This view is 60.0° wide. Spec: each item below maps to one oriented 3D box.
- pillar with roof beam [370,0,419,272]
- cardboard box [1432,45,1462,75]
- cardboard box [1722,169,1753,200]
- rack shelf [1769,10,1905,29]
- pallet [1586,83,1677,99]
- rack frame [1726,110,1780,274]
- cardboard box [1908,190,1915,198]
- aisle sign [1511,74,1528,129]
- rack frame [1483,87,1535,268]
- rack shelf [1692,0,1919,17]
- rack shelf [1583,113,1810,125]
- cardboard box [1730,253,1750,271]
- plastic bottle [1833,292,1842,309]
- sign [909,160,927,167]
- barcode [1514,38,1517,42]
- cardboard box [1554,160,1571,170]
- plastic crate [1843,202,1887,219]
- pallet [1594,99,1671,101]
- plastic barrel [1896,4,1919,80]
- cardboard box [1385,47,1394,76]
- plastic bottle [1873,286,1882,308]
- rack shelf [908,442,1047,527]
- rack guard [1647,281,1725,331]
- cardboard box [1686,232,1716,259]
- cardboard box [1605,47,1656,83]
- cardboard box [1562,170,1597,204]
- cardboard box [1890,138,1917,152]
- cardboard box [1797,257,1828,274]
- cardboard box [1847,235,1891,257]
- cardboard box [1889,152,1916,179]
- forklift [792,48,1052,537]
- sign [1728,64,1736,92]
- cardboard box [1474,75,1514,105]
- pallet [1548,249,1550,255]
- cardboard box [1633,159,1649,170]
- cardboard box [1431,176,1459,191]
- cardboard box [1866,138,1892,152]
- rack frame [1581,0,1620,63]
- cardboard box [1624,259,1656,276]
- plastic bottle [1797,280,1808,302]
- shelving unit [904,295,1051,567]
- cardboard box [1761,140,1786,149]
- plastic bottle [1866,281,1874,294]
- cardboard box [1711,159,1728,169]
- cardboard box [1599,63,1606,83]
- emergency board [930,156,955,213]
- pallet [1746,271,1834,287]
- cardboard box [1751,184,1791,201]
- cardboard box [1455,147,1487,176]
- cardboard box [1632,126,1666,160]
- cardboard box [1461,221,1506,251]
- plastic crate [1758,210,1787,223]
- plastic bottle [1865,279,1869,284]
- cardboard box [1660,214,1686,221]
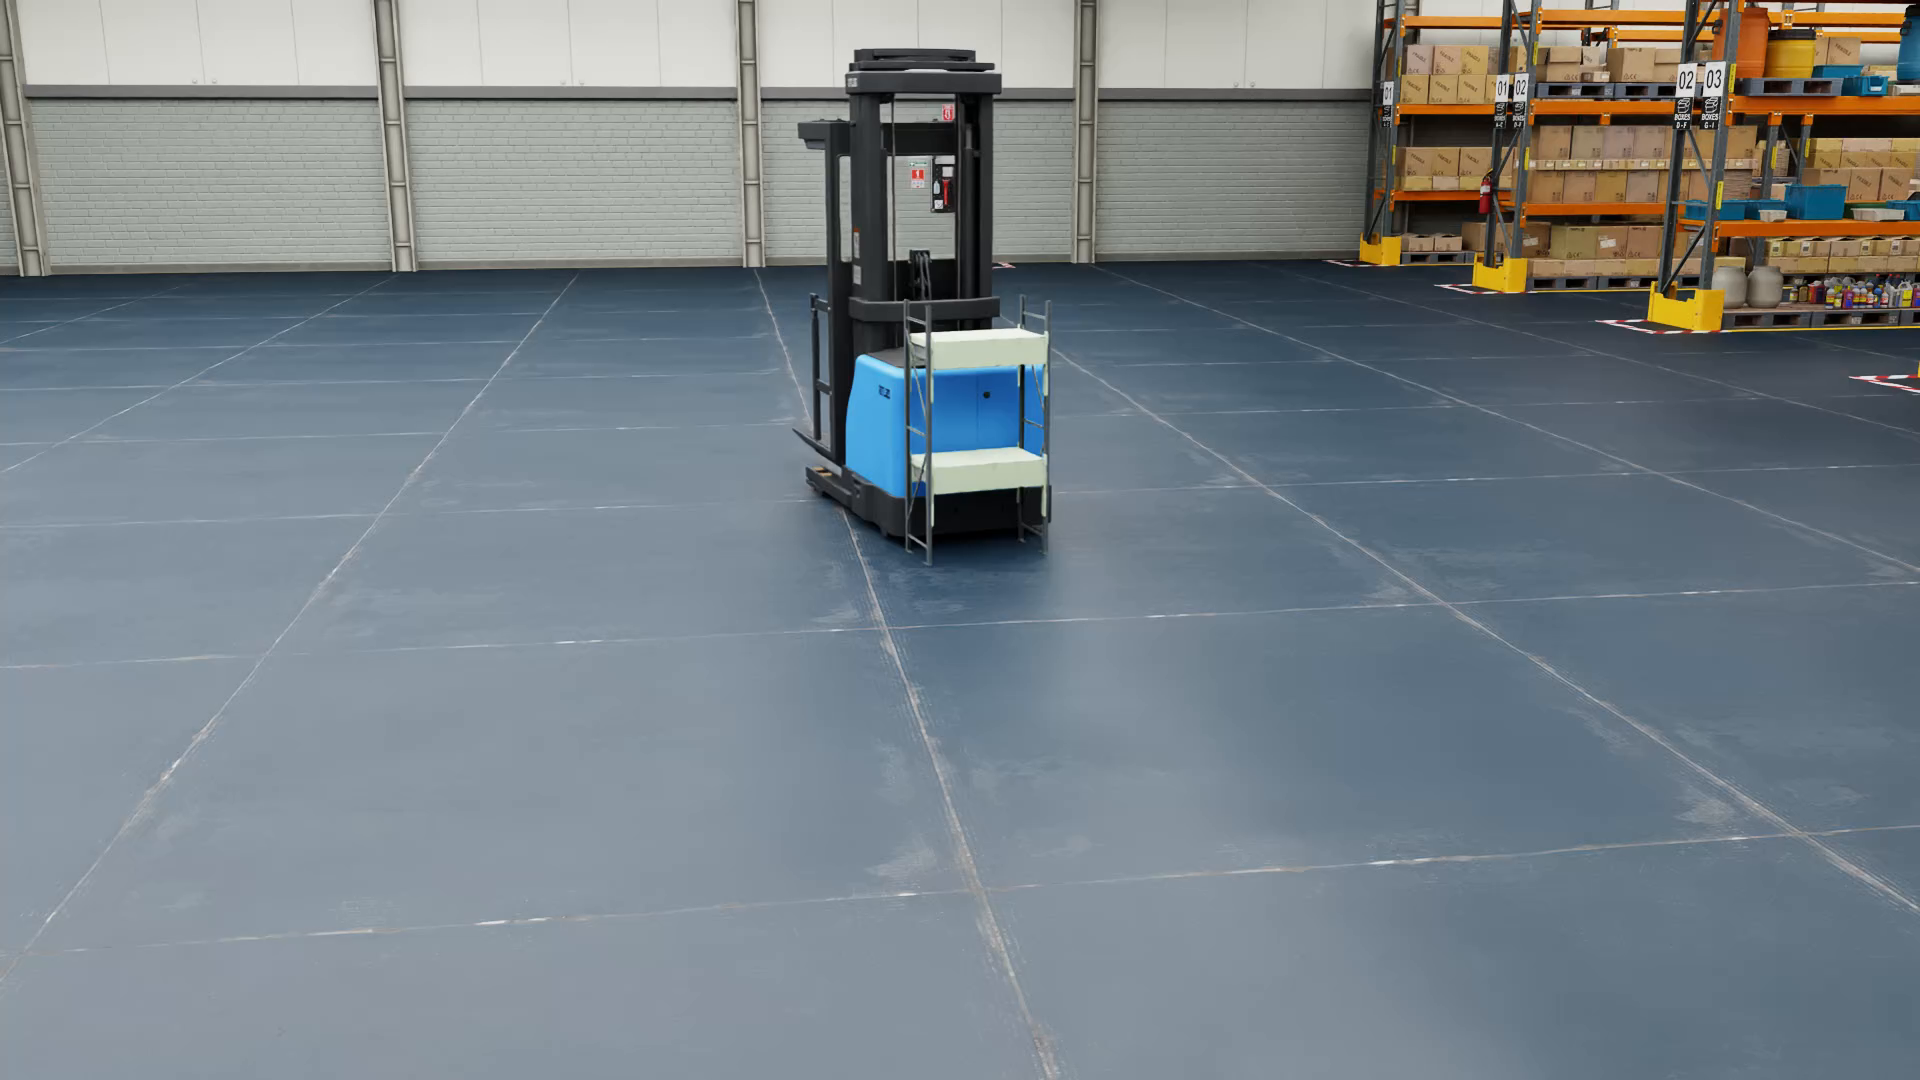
[{"bbox_3d":[-8.973,-8.001,23.627,0.400,9.000,9.100,-2,14,-8],"label":"pillar with roof beam"},{"bbox_3d":[8.543,-8.505,29.502,0.500,0.500,0.500,-2,14,-9],"label":"cardboard box"},{"bbox_3d":[11.881,-5.530,25.901,0.500,0.500,0.700,-2,14,-10],"label":"cardboard box"},{"bbox_3d":[14.297,-7.939,25.679,4.000,0.370,1.077,-2,14,-8],"label":"rack shelf"},{"bbox_3d":[10.276,-6.831,25.308,1.213,0.211,1.003,-2,14,-8],"label":"pallet"},{"bbox_3d":[12.319,-5.499,25.983,0.127,3.000,1.000,-2,14,-8],"label":"rack frame"},{"bbox_3d":[15.022,-5.463,26.354,0.250,0.149,0.380,-1,14,-4],"label":"cardboard box"},{"bbox_3d":[8.344,-6.539,24.786,0.004,0.787,0.394,-2,14,-8],"label":"aisle sign"},{"bbox_3d":[8.364,-5.354,25.405,0.127,3.000,1.000,-2,14,-8],"label":"rack frame"},{"bbox_3d":[11.076,-6.602,20.349,4.000,0.370,1.077,-2,14,-8],"label":"rack shelf"},{"bbox_3d":[13.555,-7.869,30.746,4.000,0.370,1.077,-2,14,-8],"label":"rack shelf"},{"bbox_3d":[12.686,-4.454,26.605,0.500,0.250,0.500,-2,14,-9],"label":"cardboard box"},{"bbox_3d":[11.039,-3.013,20.919,0.097,0.201,0.097,0,14,0],"label":"plastic bottle"},{"bbox_3d":[-0.753,-6.758,29.842,0.331,0.109,0.001,-2,14,-8],"label":"sign"},{"bbox_3d":[10.139,-9.120,30.350,0.075,0.075,0.001,-2,14,-8],"label":"barcode"},{"bbox_3d":[9.044,-5.690,25.205,0.250,0.149,0.380,-2,14,-10],"label":"cardboard box"},{"bbox_3d":[11.669,-4.224,21.332,0.662,0.188,0.450,-2,14,-8],"label":"plastic crate"},{"bbox_3d":[12.204,-8.051,30.379,1.003,0.211,1.213,-2,14,-8],"label":"pallet"},{"bbox_3d":[12.053,-6.199,20.714,0.708,0.901,0.600,-2,14,-8],"label":"plastic barrel"},{"bbox_3d":[8.009,-8.622,29.968,0.500,0.500,0.500,-1,14,-6],"label":"cardboard box"},{"bbox_3d":[11.575,-3.067,20.989,0.097,0.271,0.097,0,14,0],"label":"plastic bottle"},{"bbox_3d":[0.098,-0.334,9.809,0.720,0.370,0.431,-5,15,-21],"label":"rack shelf"},{"bbox_3d":[9.166,-2.964,21.014,0.348,0.500,1.175,-2,14,-8],"label":"rack guard"},{"bbox_3d":[11.397,-4.648,25.838,0.500,0.500,0.500,-2,14,-8],"label":"cardboard box"},{"bbox_3d":[10.047,-7.124,24.938,0.500,0.500,0.500,-2,14,-8],"label":"cardboard box"},{"bbox_3d":[9.346,-5.437,25.529,0.500,0.500,0.700,-2,14,-7],"label":"cardboard box"},{"bbox_3d":[17.549,-7.415,31.223,0.500,0.250,0.500,-2,14,-9],"label":"cardboard box"},{"bbox_3d":[13.260,-4.342,26.160,0.500,0.250,0.500,-2,14,-7],"label":"cardboard box"},{"bbox_3d":[14.285,-4.652,26.243,0.500,0.311,0.500,-2,14,-7],"label":"cardboard box"},{"bbox_3d":[17.575,-7.049,31.306,0.500,0.500,0.500,-2,14,-7],"label":"cardboard box"},{"bbox_3d":[-0.429,-1.752,11.182,1.130,2.935,3.031,-5,15,-20],"label":"forklift"},{"bbox_3d":[9.175,-5.489,19.760,0.005,0.325,0.100,-2,14,-8],"label":"sign"},{"bbox_3d":[9.566,-8.066,29.805,0.500,0.500,0.500,-1,14,-5],"label":"cardboard box"},{"bbox_3d":[10.918,-5.305,30.942,1.213,0.211,1.003,-2,14,-8],"label":"pallet"},{"bbox_3d":[10.304,-5.735,25.386,0.250,0.149,0.380,-2,14,-8],"label":"cardboard box"},{"bbox_3d":[8.663,-6.446,30.027,0.500,0.250,0.500,-3,14,-10],"label":"cardboard box"},{"bbox_3d":[17.045,-7.395,31.143,0.500,0.250,0.500,-2,14,-8],"label":"cardboard box"},{"bbox_3d":[11.577,-9.601,30.004,0.127,3.000,1.000,-2,14,-8],"label":"rack frame"},{"bbox_3d":[10.411,-4.244,25.768,0.500,0.250,0.500,-2,14,-8],"label":"cardboard box"},{"bbox_3d":[10.961,-3.239,21.651,0.133,0.283,0.061,-2,14,-7],"label":"plastic bottle"},{"bbox_3d":[0.098,-0.650,9.730,0.755,1.500,0.431,-5,15,-21],"label":"shelving unit"},{"bbox_3d":[15.196,-7.392,31.089,0.250,0.149,0.380,-4,15,-16],"label":"cardboard box"},{"bbox_3d":[11.867,-3.247,21.707,0.097,0.271,0.097,0,14,0],"label":"plastic bottle"},{"bbox_3d":[11.579,-5.782,25.573,0.250,0.149,0.380,-3,14,-10],"label":"cardboard box"},{"bbox_3d":[10.013,-7.163,25.483,0.500,0.311,0.500,0,14,-2],"label":"cardboard box"},{"bbox_3d":[-0.197,-6.481,29.899,0.643,1.169,0.194,-2,14,-8],"label":"emergency board"},{"bbox_3d":[13.042,-4.183,26.466,1.213,0.211,1.003,-2,14,-8],"label":"pallet"},{"bbox_3d":[12.799,-5.455,26.115,0.500,0.250,0.500,-1,14,-5],"label":"cardboard box"},{"bbox_3d":[9.141,-6.824,29.992,0.500,0.500,0.500,-3,14,-10],"label":"cardboard box"},{"bbox_3d":[10.392,-6.105,25.526,0.500,0.500,0.700,-2,14,-8],"label":"cardboard box"},{"bbox_3d":[9.616,-5.585,30.561,0.500,0.500,0.700,-3,14,-12],"label":"cardboard box"},{"bbox_3d":[10.031,-3.990,20.507,0.250,0.136,0.298,-2,14,-8],"label":"plastic crate"},{"bbox_3d":[11.837,-3.271,21.779,0.133,0.283,0.061,-1,14,-6],"label":"plastic bottle"},{"bbox_3d":[13.252,-6.123,31.161,0.500,0.250,0.500,-3,14,-10],"label":"cardboard box"}]
